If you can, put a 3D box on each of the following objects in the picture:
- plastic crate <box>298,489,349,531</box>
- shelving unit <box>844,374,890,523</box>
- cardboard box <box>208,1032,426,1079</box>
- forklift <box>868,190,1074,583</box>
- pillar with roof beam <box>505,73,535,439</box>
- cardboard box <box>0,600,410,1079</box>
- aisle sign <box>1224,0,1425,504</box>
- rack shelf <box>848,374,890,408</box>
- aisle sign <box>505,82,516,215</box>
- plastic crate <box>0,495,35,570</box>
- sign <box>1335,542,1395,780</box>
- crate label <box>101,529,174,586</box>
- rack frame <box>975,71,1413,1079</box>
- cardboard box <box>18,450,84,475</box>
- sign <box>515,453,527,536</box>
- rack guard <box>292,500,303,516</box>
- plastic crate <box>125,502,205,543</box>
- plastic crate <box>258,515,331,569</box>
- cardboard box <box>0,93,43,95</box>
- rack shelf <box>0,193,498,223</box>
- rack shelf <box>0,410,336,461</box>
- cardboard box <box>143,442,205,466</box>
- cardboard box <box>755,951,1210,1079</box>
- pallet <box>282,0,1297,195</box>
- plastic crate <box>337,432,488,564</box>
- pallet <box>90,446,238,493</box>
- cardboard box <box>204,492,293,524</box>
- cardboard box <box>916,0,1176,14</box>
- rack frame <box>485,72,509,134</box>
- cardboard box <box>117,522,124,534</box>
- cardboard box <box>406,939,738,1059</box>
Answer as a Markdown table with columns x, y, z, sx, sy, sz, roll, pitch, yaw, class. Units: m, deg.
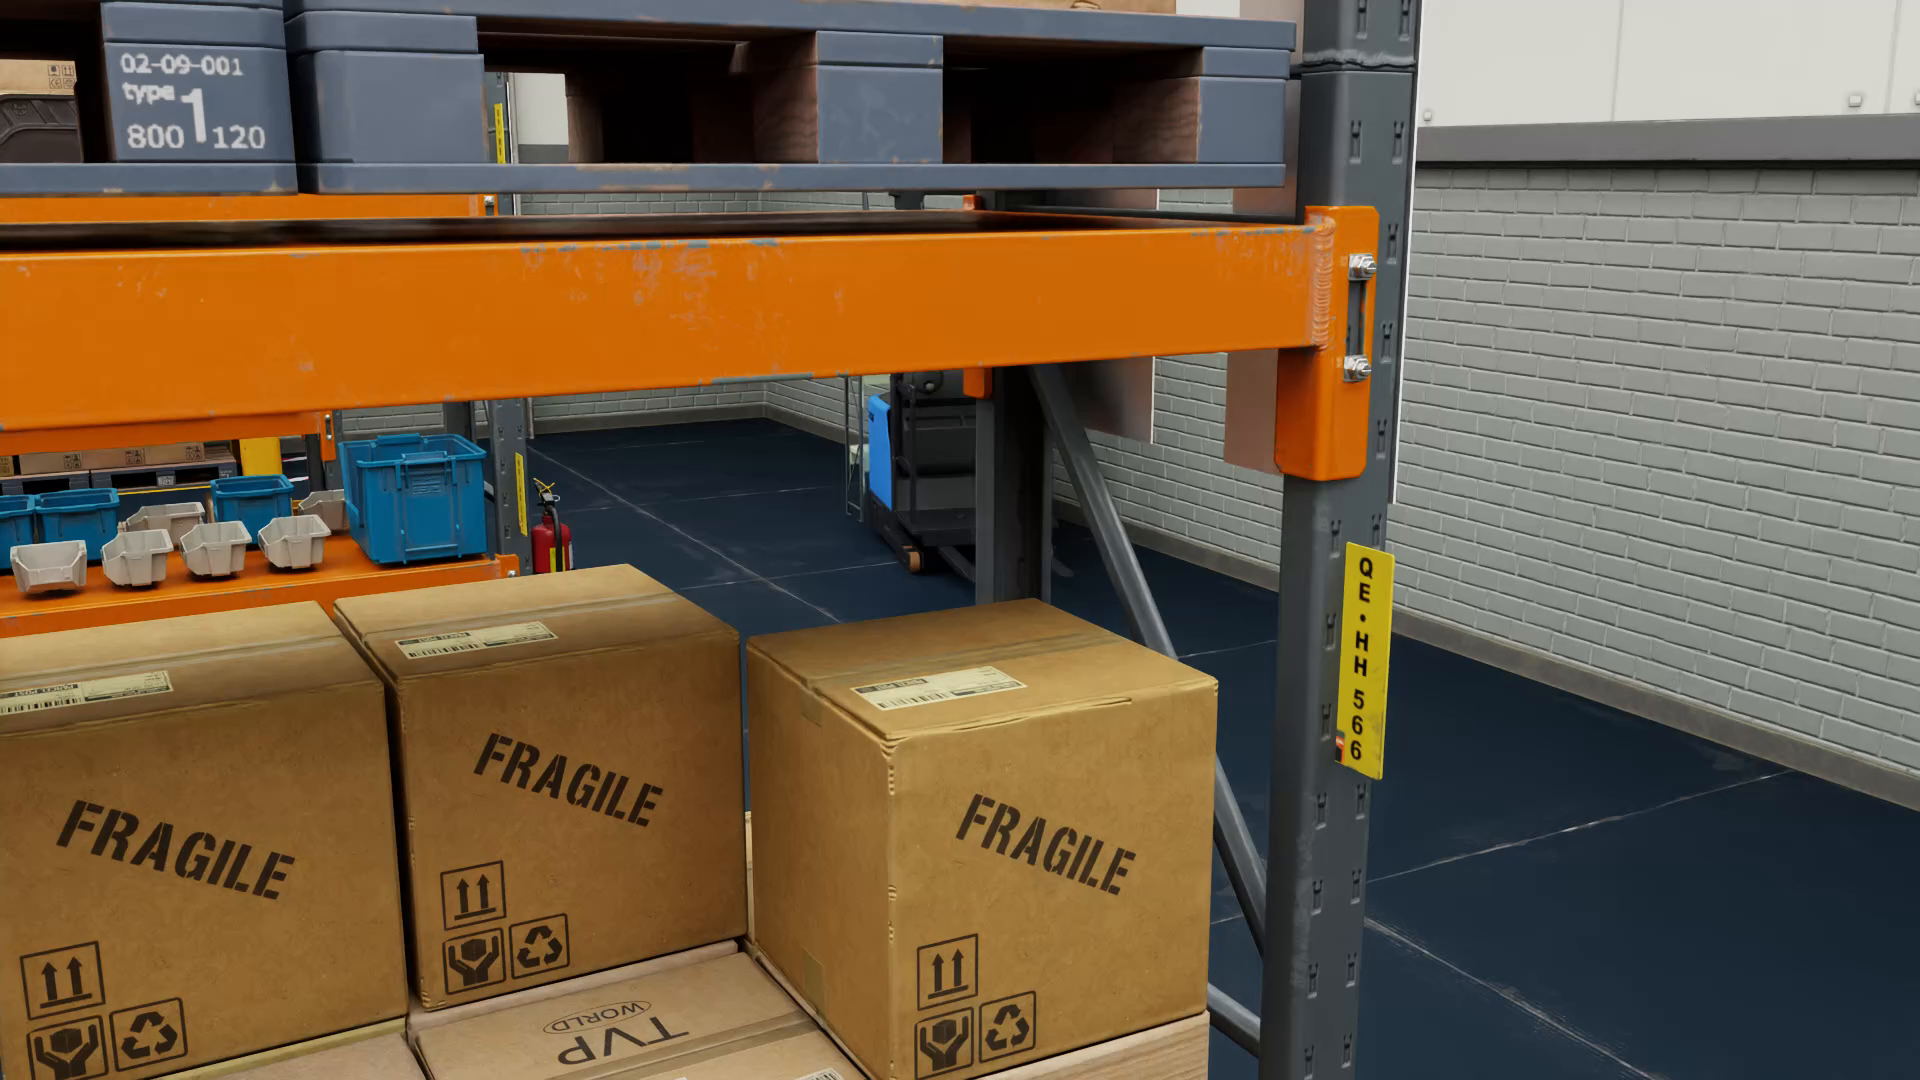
| x | y | z | sx | sy | sz | roll | pitch | yaw | class |
| --- | --- | --- | --- | --- | --- | --- | --- | --- | --- |
| -2.749 | -0.130 | 7.320 | 0.298 | 0.136 | 0.250 | -7 | 14 | -28 | plastic crate |
| -0.540 | -0.947 | 13.899 | 0.755 | 1.500 | 0.431 | -5 | 14 | -22 | shelving unit |
| -0.871 | 0.882 | 2.024 | 0.500 | 0.250 | 0.500 | -7 | 15 | -30 | cardboard box |
| 0.082 | -1.277 | 12.107 | 1.130 | 2.935 | 3.031 | -3 | 13 | -13 | forklift |
| -2.782 | -4.667 | 13.351 | 0.400 | 9.000 | 9.100 | -7 | 14 | -28 | pillar with roof beam |
| -1.122 | 0.414 | 2.396 | 0.500 | 0.500 | 0.500 | -7 | 15 | -29 | cardboard box |
| 0.527 | -0.473 | 2.460 | 0.004 | 0.787 | 0.394 | -7 | 14 | -28 | aisle sign |
| -0.540 | -1.327 | 13.814 | 0.720 | 0.370 | 0.431 | -5 | 14 | -22 | rack shelf |
| -1.850 | -1.429 | 6.707 | 0.004 | 0.787 | 0.394 | -7 | 14 | -28 | aisle sign |
| -3.847 | -0.025 | 6.632 | 0.300 | 0.233 | 0.416 | -7 | 14 | -28 | plastic crate |
| 0.567 | 0.170 | 2.344 | 0.005 | 0.325 | 0.100 | -7 | 14 | -28 | sign |
| -3.177 | 0.072 | 6.422 | 0.243 | 0.136 | 0.396 | -7 | 14 | -28 | crate label |
| 0.320 | 0.745 | 2.969 | 0.127 | 3.000 | 1.000 | -7 | 14 | -28 | rack frame |
| -8.247 | -0.906 | 15.039 | 0.500 | 0.500 | 0.700 | -7 | 15 | -30 | cardboard box |
| -1.776 | -0.185 | 6.729 | 0.005 | 0.325 | 0.100 | -7 | 14 | -28 | sign |
| -4.490 | 0.063 | 11.692 | 0.348 | 0.500 | 1.175 | -7 | 14 | -28 | rack guard |
| -3.345 | -0.059 | 7.003 | 0.298 | 0.136 | 0.250 | -7 | 14 | -28 | plastic crate |
| -2.683 | 0.010 | 6.696 | 0.243 | 0.136 | 0.396 | -7 | 14 | -28 | plastic crate |
| -5.632 | -2.591 | 10.163 | 0.500 | 0.250 | 0.500 | -7 | 14 | -28 | cardboard box |
| -3.809 | -1.112 | 6.025 | 4.000 | 0.370 | 1.077 | -7 | 14 | -28 | rack shelf |
| -6.179 | -0.604 | 10.597 | 4.000 | 0.370 | 1.077 | -7 | 14 | -28 | rack shelf |
| -7.367 | -1.012 | 15.509 | 0.500 | 0.500 | 0.700 | -7 | 14 | -28 | cardboard box |
| 0.021 | 0.775 | 2.499 | 0.500 | 0.250 | 0.500 | -7 | 15 | -29 | cardboard box |
| -0.327 | -0.595 | 2.293 | 1.213 | 0.211 | 1.003 | -7 | 14 | -28 | pallet |
| -2.258 | -0.185 | 6.883 | 0.499 | 0.435 | 0.616 | -7 | 14 | -28 | plastic crate |
| -7.465 | -0.659 | 15.559 | 1.213 | 0.211 | 1.003 | -7 | 14 | -28 | pallet |
| -4.783 | -0.055 | 11.214 | 0.500 | 0.500 | 0.500 | -7 | 14 | -28 | cardboard box |
| -0.111 | -0.956 | 2.282 | 0.500 | 0.500 | 0.700 | -8 | 15 | -31 | cardboard box |
| -2.054 | -3.137 | 6.551 | 0.127 | 3.000 | 1.000 | -7 | 14 | -28 | rack frame |
| -5.915 | 0.070 | 11.228 | 0.500 | 0.250 | 0.500 | -7 | 14 | -28 | cardboard box |
| -0.684 | 0.727 | 2.711 | 0.500 | 0.250 | 0.500 | -7 | 14 | -29 | cardboard box |
